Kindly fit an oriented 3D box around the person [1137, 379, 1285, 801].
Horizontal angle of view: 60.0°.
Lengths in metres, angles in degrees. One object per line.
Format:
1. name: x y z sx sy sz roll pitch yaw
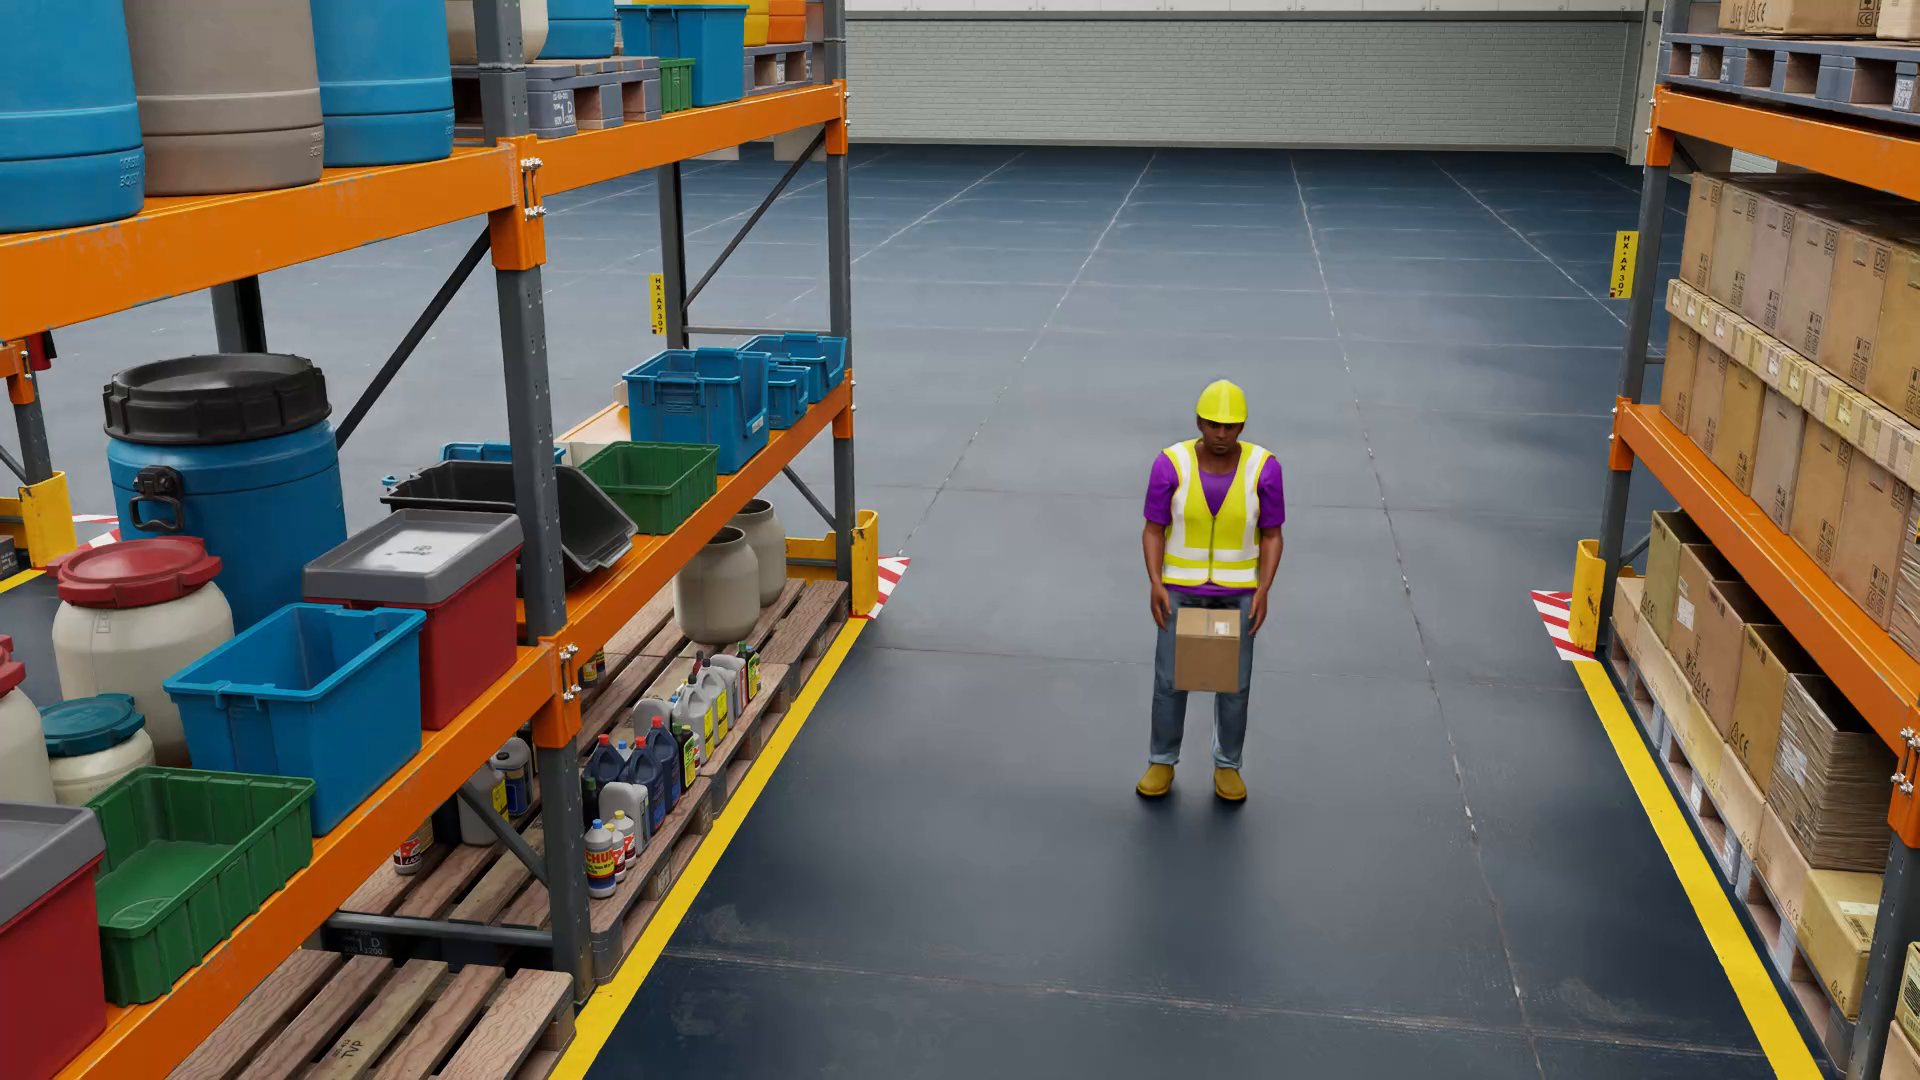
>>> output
1. person: 1.031 0.212 6.855 0.577 1.764 0.446 3 18 8
